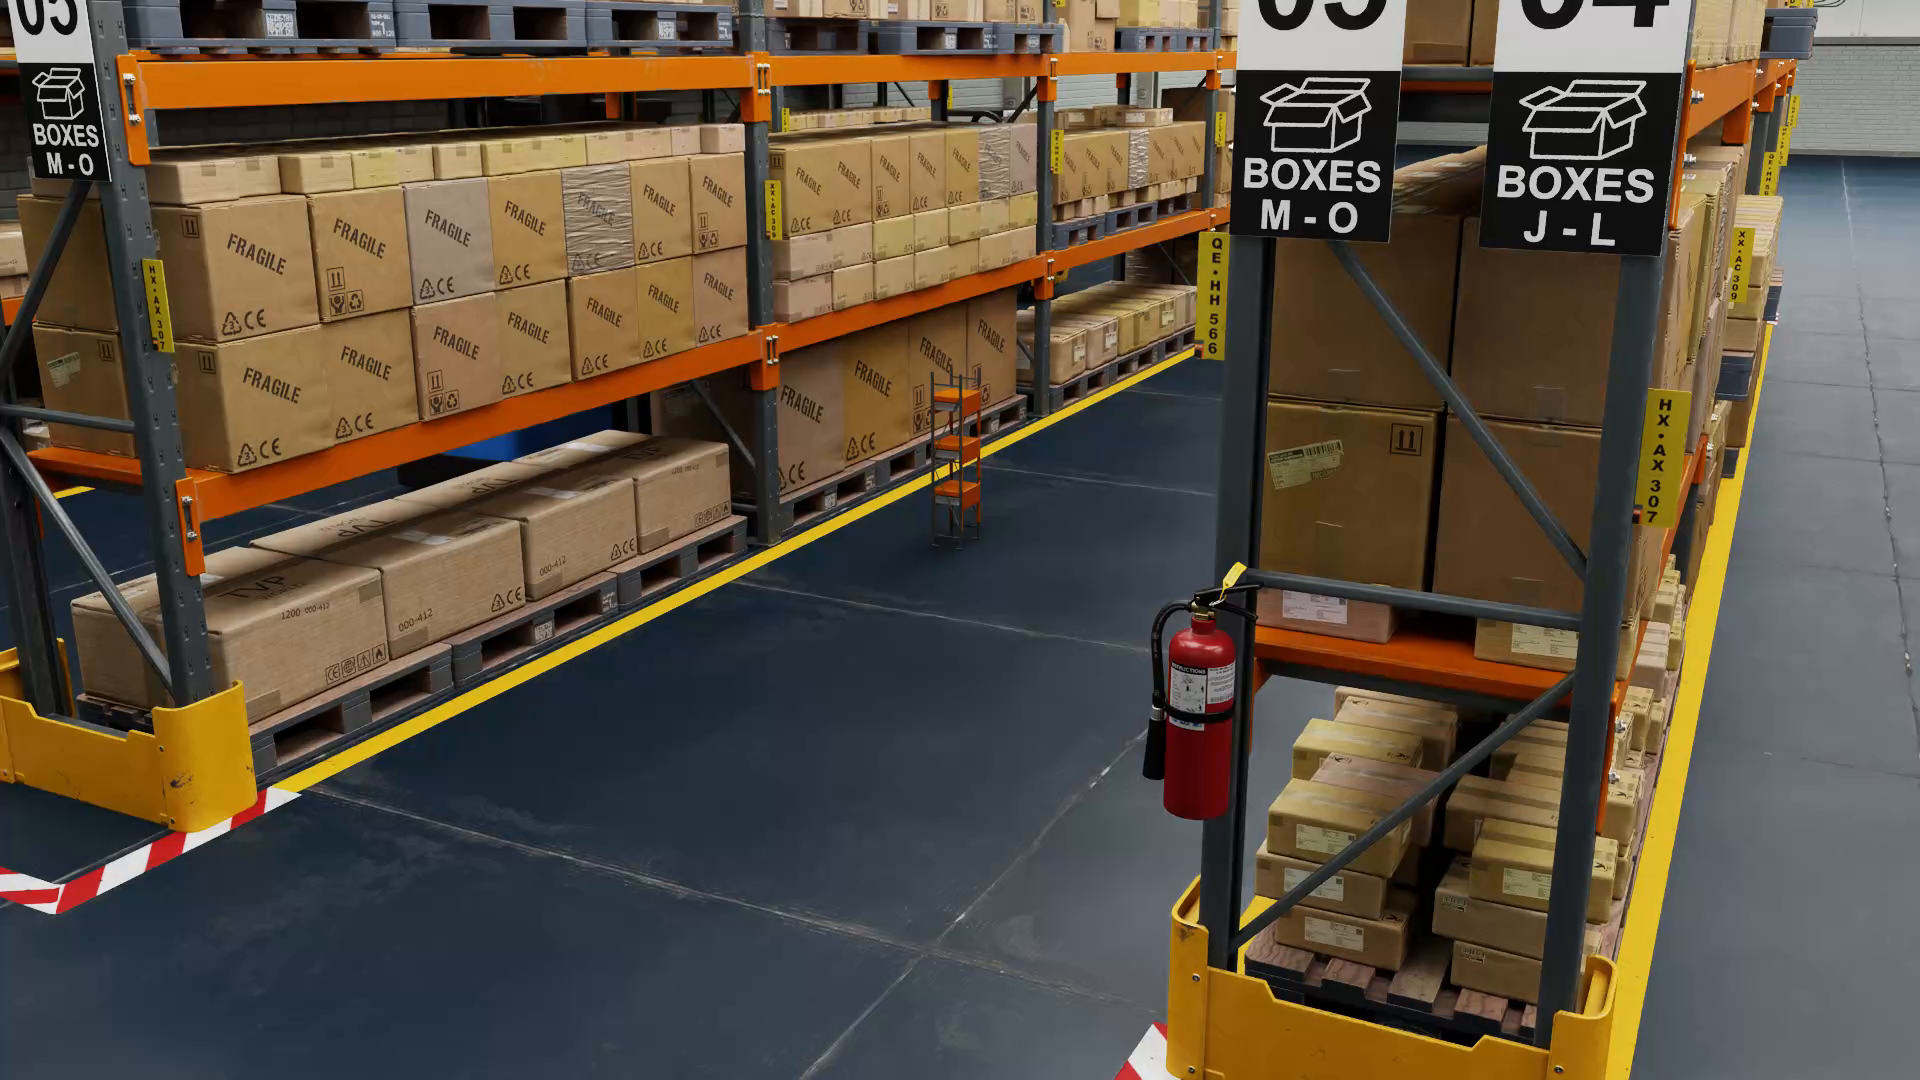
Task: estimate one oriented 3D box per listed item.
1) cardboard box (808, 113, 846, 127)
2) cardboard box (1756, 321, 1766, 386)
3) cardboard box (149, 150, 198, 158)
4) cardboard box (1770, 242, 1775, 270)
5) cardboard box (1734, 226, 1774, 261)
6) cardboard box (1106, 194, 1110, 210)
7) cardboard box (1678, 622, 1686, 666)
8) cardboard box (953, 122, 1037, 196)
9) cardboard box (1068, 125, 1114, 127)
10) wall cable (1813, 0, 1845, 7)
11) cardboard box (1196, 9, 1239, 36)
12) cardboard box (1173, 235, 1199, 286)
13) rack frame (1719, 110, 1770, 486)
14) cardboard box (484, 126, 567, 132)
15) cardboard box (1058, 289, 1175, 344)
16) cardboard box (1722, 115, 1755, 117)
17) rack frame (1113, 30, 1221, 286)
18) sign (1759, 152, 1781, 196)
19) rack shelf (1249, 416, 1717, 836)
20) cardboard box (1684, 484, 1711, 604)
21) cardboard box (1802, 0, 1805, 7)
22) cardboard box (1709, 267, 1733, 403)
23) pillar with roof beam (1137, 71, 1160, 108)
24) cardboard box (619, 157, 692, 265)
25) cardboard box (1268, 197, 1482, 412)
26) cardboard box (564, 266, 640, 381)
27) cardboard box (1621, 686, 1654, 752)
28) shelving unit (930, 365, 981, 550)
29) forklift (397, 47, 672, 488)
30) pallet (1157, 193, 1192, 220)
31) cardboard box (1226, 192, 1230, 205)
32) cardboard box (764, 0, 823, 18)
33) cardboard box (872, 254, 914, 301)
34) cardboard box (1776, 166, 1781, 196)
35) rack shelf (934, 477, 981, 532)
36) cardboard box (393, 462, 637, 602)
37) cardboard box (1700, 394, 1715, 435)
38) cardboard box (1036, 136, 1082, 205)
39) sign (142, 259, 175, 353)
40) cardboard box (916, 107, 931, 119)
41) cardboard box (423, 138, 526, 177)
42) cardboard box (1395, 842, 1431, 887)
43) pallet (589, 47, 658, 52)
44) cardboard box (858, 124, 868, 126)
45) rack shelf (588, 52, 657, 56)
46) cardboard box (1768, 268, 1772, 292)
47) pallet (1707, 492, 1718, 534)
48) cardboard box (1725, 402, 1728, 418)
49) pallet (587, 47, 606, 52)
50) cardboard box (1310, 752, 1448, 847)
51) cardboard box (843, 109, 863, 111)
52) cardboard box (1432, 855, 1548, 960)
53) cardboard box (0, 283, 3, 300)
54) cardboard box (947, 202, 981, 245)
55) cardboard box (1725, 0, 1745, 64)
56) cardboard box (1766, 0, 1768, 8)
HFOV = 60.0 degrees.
[{"bbox_3d":[-1.562,-4.945,19.567,0.380,0.149,0.250,8,18,24],"label":"cardboard box"},{"bbox_3d":[5.874,-1.607,13.381,1.050,0.750,0.750,8,18,25],"label":"cardboard box"},{"bbox_3d":[-3.257,-1.469,6.632,0.380,0.149,0.250,8,19,26],"label":"cardboard box"},{"bbox_3d":[4.330,-1.591,9.294,0.380,0.149,0.250,9,19,27],"label":"cardboard box"},{"bbox_3d":[3.982,-1.534,8.581,0.380,0.149,0.250,8,18,25],"label":"cardboard box"},{"bbox_3d":[1.055,-2.895,14.205,0.380,0.149,0.250,9,19,29],"label":"cardboard box"},{"bbox_3d":[3.060,0.447,7.520,0.380,0.149,0.250,8,18,26],"label":"cardboard box"},{"bbox_3d":[0.248,-2.846,12.408,0.500,0.500,0.500,8,18,24],"label":"cardboard box"},{"bbox_3d":[1.109,-3.560,15.307,0.500,0.500,0.500,8,18,25],"label":"cardboard box"},{"bbox_3d":[22.650,-16.608,44.162,2.305,6.003,0.169,8,18,25],"label":"wall cable"},{"bbox_3d":[2.473,-5.089,16.362,0.500,0.250,0.500,8,18,24],"label":"cardboard box"},{"bbox_3d":[2.537,-2.862,17.165,0.500,0.500,0.500,9,19,28],"label":"cardboard box"},{"bbox_3d":[4.718,-1.880,11.086,1.000,3.000,0.127,8,18,25],"label":"rack frame"},{"bbox_3d":[-2.259,-2.063,8.630,0.380,0.149,0.250,8,18,25],"label":"cardboard box"},{"bbox_3d":[1.482,-2.127,15.796,0.950,0.372,0.625,9,19,29],"label":"cardboard box"},{"bbox_3d":[6.289,-3.299,13.932,0.700,0.500,0.500,8,18,24],"label":"cardboard box"},{"bbox_3d":[2.032,-3.503,16.550,1.000,3.000,0.127,8,18,25],"label":"rack frame"},{"bbox_3d":[5.208,-2.331,10.708,0.100,0.325,0.005,8,18,25],"label":"sign"},{"bbox_3d":[2.037,-0.007,6.043,1.077,0.370,4.000,8,18,25],"label":"rack shelf"},{"bbox_3d":[3.498,-0.019,8.472,0.500,0.500,0.500,9,19,28],"label":"cardboard box"},{"bbox_3d":[7.649,-5.132,15.594,0.500,0.250,0.500,8,18,26],"label":"cardboard box"},{"bbox_3d":[2.967,-0.893,7.063,0.500,0.500,0.500,8,18,25],"label":"cardboard box"},{"bbox_3d":[7.473,-10.475,29.485,9.100,9.000,0.400,8,18,25],"label":"pillar with roof beam"},{"bbox_3d":[-1.741,-1.709,8.578,0.500,0.500,0.500,8,18,25],"label":"cardboard box"},{"bbox_3d":[1.125,-0.660,4.526,0.500,0.500,0.500,8,18,24],"label":"cardboard box"},{"bbox_3d":[-1.958,-1.101,8.287,0.500,0.500,0.500,8,18,25],"label":"cardboard box"},{"bbox_3d":[2.252,0.610,5.928,0.380,0.149,0.250,8,19,26],"label":"cardboard box"},{"bbox_3d":[-0.024,-0.490,9.829,0.215,1.050,0.252,8,18,25],"label":"shelving unit"},{"bbox_3d":[-2.686,-2.044,11.757,1.130,2.935,3.031,7,18,22],"label":"forklift"},{"bbox_3d":[1.560,-3.235,15.984,1.003,0.211,1.213,8,18,25],"label":"pallet"},{"bbox_3d":[2.526,-3.493,16.958,0.380,0.149,0.250,9,19,27],"label":"cardboard box"},{"bbox_3d":[-1.006,-3.123,9.501,0.396,0.266,0.258,8,18,25],"label":"cardboard box"},{"bbox_3d":[-0.637,-1.732,10.852,0.500,0.250,0.500,8,18,25],"label":"cardboard box"},{"bbox_3d":[7.941,-3.747,17.107,0.875,0.550,0.550,8,18,25],"label":"cardboard box"},{"bbox_3d":[-0.024,-0.213,9.911,0.215,0.259,0.240,8,18,25],"label":"rack shelf"},{"bbox_3d":[-2.319,-0.064,8.734,0.875,0.438,0.875,8,18,24],"label":"cardboard box"},{"bbox_3d":[2.995,-0.559,7.079,0.380,0.149,0.250,8,18,24],"label":"cardboard box"},{"bbox_3d":[0.653,-2.961,13.290,0.500,0.500,0.500,8,18,24],"label":"cardboard box"},{"bbox_3d":[-2.836,-0.827,5.882,0.100,0.325,0.005,8,18,25],"label":"sign"},{"bbox_3d":[-0.594,-5.536,21.557,0.380,0.149,0.250,8,18,26],"label":"cardboard box"},{"bbox_3d":[-2.193,-1.729,7.508,0.380,0.149,0.250,8,18,24],"label":"cardboard box"},{"bbox_3d":[1.289,0.950,5.305,0.380,0.149,0.250,8,18,24],"label":"cardboard box"},{"bbox_3d":[-3.477,-4.932,16.423,1.003,0.211,1.213,9,19,28],"label":"pallet"},{"bbox_3d":[-1.324,-4.932,20.045,0.380,0.149,0.250,8,18,24],"label":"cardboard box"},{"bbox_3d":[-3.304,-4.717,16.633,1.077,0.370,4.000,8,18,25],"label":"rack shelf"},{"bbox_3d":[4.448,-1.517,9.566,0.380,0.149,0.250,7,18,23],"label":"cardboard box"},{"bbox_3d":[4.368,-0.345,10.814,1.003,0.211,1.213,8,18,25],"label":"pallet"},{"bbox_3d":[4.190,-0.778,9.710,0.500,0.250,0.500,9,19,27],"label":"cardboard box"},{"bbox_3d":[-3.974,-4.646,15.463,1.213,0.211,1.003,9,19,28],"label":"pallet"},{"bbox_3d":[1.317,0.814,5.240,0.380,0.149,0.250,8,19,26],"label":"cardboard box"},{"bbox_3d":[-1.436,-5.333,20.873,0.380,0.149,0.250,9,19,27],"label":"cardboard box"},{"bbox_3d":[1.607,1.080,4.869,0.380,0.149,0.250,9,19,28],"label":"cardboard box"},{"bbox_3d":[-6.323,-1.592,10.556,0.380,0.149,0.250,8,18,25],"label":"cardboard box"},{"bbox_3d":[-0.181,-2.232,11.657,0.500,0.250,0.500,8,18,24],"label":"cardboard box"},{"bbox_3d":[2.271,-1.687,5.430,0.500,0.250,0.500,8,18,25],"label":"cardboard box"},{"bbox_3d":[3.738,-2.927,8.423,0.797,0.503,0.637,8,18,25],"label":"cardboard box"}]
